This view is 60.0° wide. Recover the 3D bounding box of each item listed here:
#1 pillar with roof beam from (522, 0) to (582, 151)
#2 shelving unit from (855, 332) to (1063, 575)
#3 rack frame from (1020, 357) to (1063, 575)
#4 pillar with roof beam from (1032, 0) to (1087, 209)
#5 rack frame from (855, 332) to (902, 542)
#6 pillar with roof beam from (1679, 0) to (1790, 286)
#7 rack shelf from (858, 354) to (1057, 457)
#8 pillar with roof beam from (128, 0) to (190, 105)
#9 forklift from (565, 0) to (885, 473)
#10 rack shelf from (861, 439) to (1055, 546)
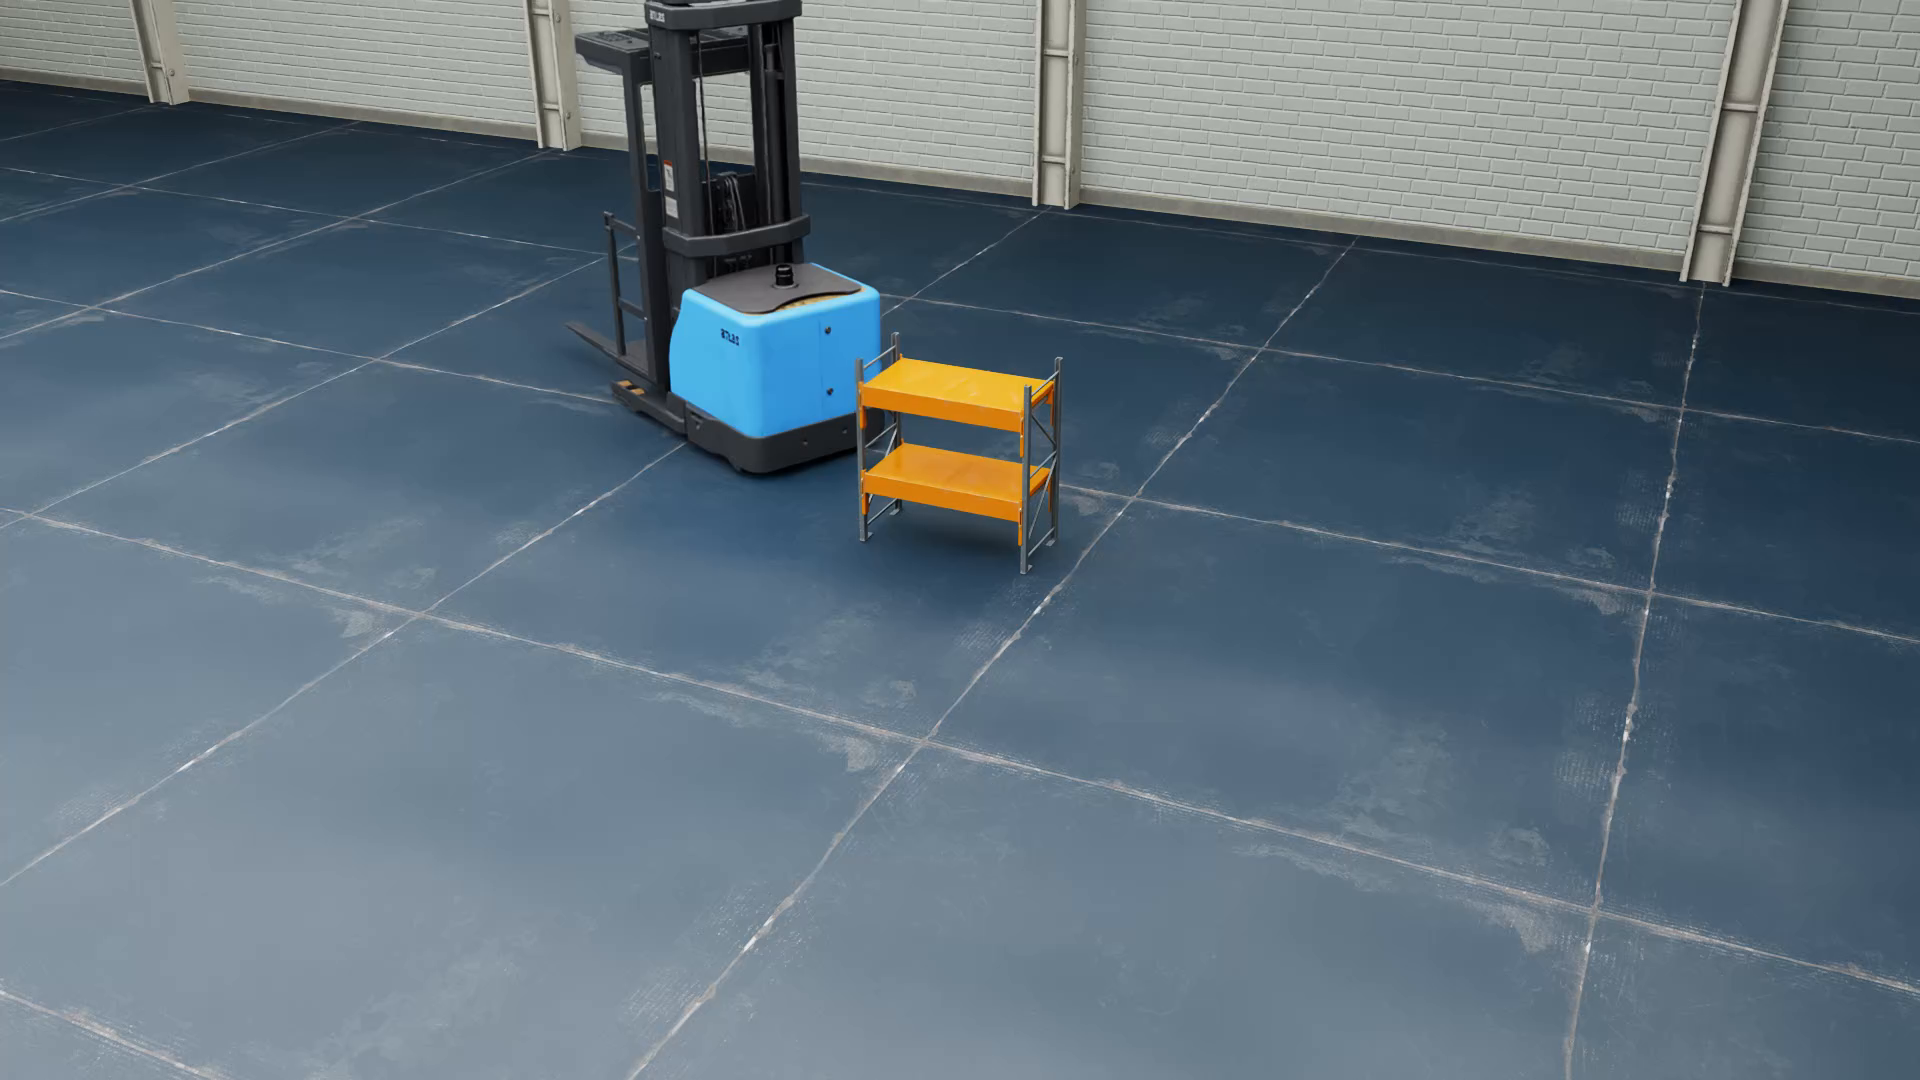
[{"bbox_3d":[-6.288,-6.751,13.275,0.400,9.000,9.100,11,28,22],"label":"pillar with roof beam"},{"bbox_3d":[-0.006,-0.506,9.504,1.048,1.125,0.538,11,28,22],"label":"shelving unit"},{"bbox_3d":[0.457,-0.413,9.315,0.032,1.125,0.500,11,28,22],"label":"rack frame"},{"bbox_3d":[-0.826,-5.654,11.047,0.400,9.000,9.100,11,28,22],"label":"pillar with roof beam"},{"bbox_3d":[-0.469,-0.599,9.693,0.032,1.125,0.500,11,28,22],"label":"rack frame"},{"bbox_3d":[4.636,-4.557,8.818,0.400,9.000,9.100,11,28,22],"label":"pillar with roof beam"},{"bbox_3d":[-0.006,-0.768,9.375,1.000,0.278,0.538,11,28,22],"label":"rack shelf"},{"bbox_3d":[-11.749,-7.848,15.503,0.400,9.000,9.100,11,28,22],"label":"pillar with roof beam"},{"bbox_3d":[-1.794,-2.320,11.144,1.130,2.935,3.031,-19,32,-33],"label":"forklift"},{"bbox_3d":[-0.006,-0.287,9.612,1.000,0.278,0.538,11,28,22],"label":"rack shelf"}]
